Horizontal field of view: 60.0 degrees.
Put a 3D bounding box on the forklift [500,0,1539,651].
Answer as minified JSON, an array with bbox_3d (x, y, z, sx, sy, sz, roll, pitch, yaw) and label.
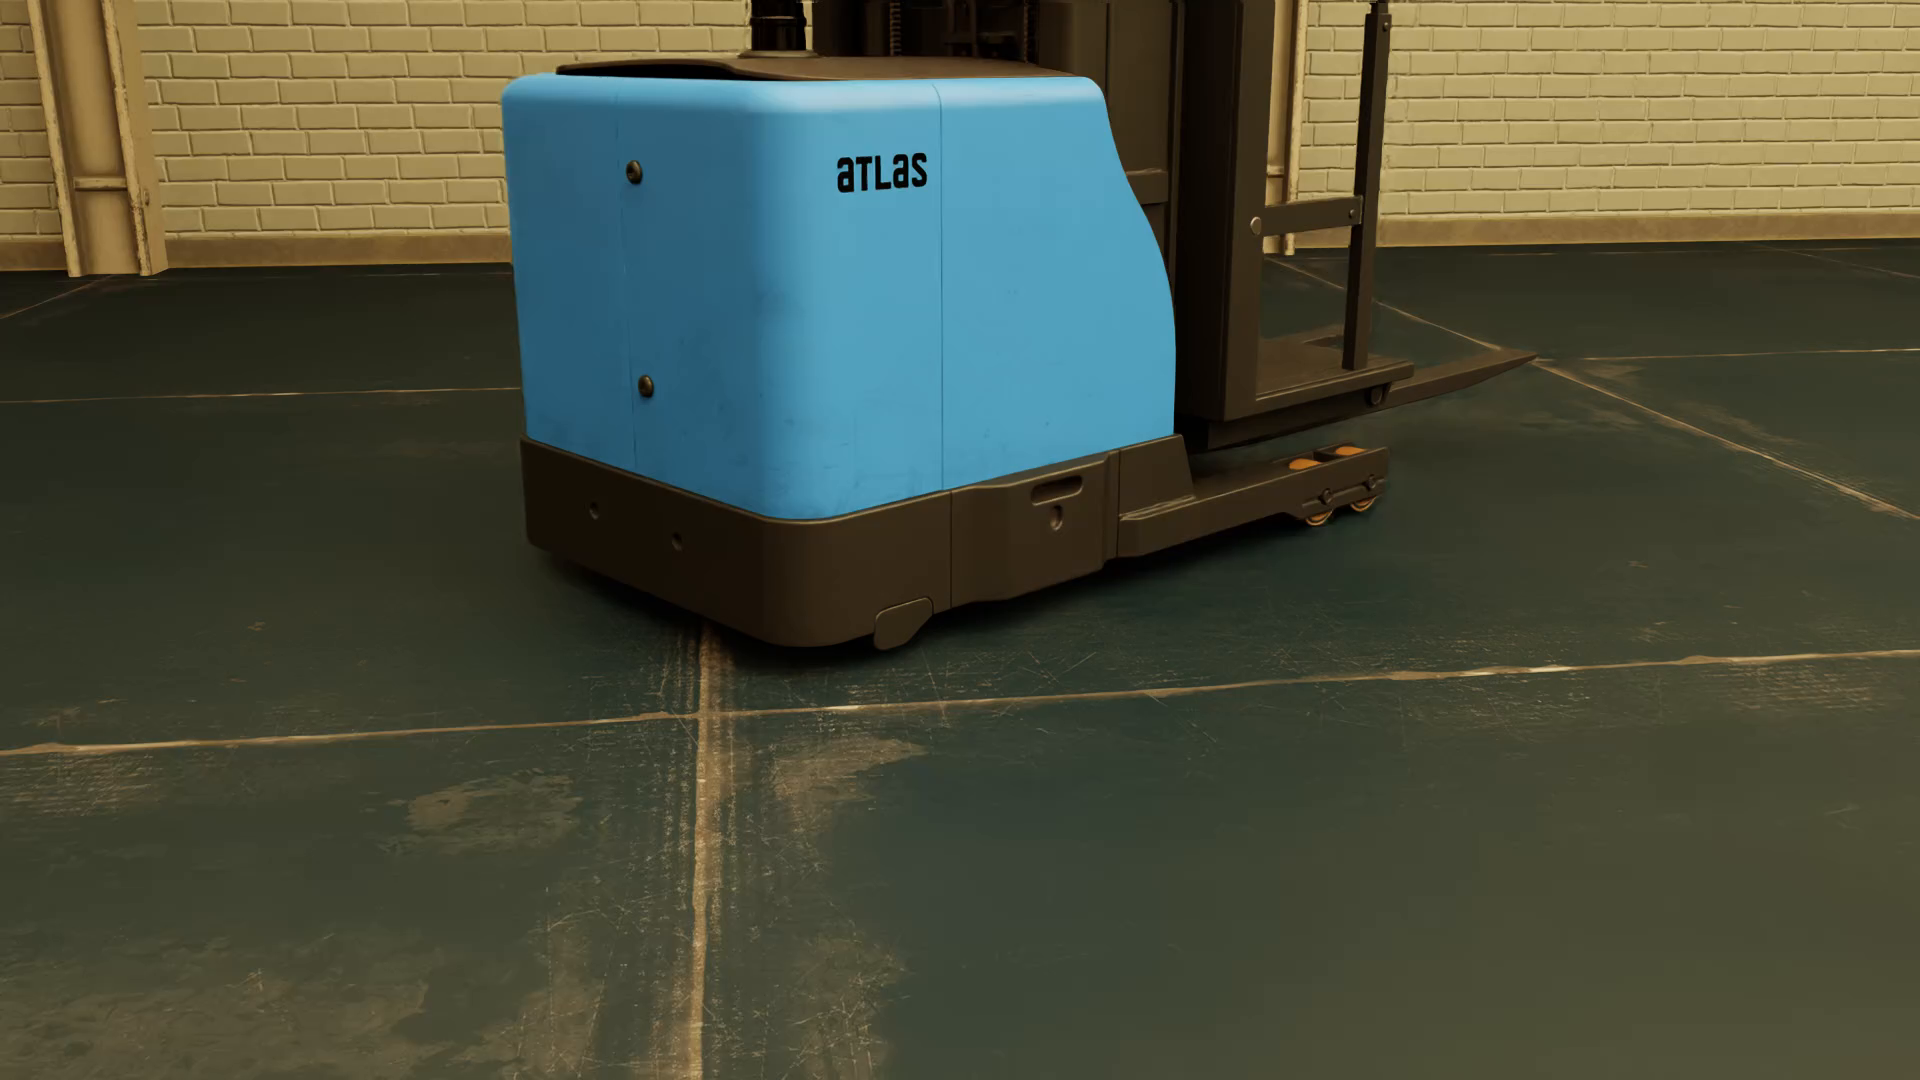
[{"bbox_3d":[0.446,-1.533,3.974,3.031,2.935,1.130,-15,23,-41],"label":"forklift"}]
